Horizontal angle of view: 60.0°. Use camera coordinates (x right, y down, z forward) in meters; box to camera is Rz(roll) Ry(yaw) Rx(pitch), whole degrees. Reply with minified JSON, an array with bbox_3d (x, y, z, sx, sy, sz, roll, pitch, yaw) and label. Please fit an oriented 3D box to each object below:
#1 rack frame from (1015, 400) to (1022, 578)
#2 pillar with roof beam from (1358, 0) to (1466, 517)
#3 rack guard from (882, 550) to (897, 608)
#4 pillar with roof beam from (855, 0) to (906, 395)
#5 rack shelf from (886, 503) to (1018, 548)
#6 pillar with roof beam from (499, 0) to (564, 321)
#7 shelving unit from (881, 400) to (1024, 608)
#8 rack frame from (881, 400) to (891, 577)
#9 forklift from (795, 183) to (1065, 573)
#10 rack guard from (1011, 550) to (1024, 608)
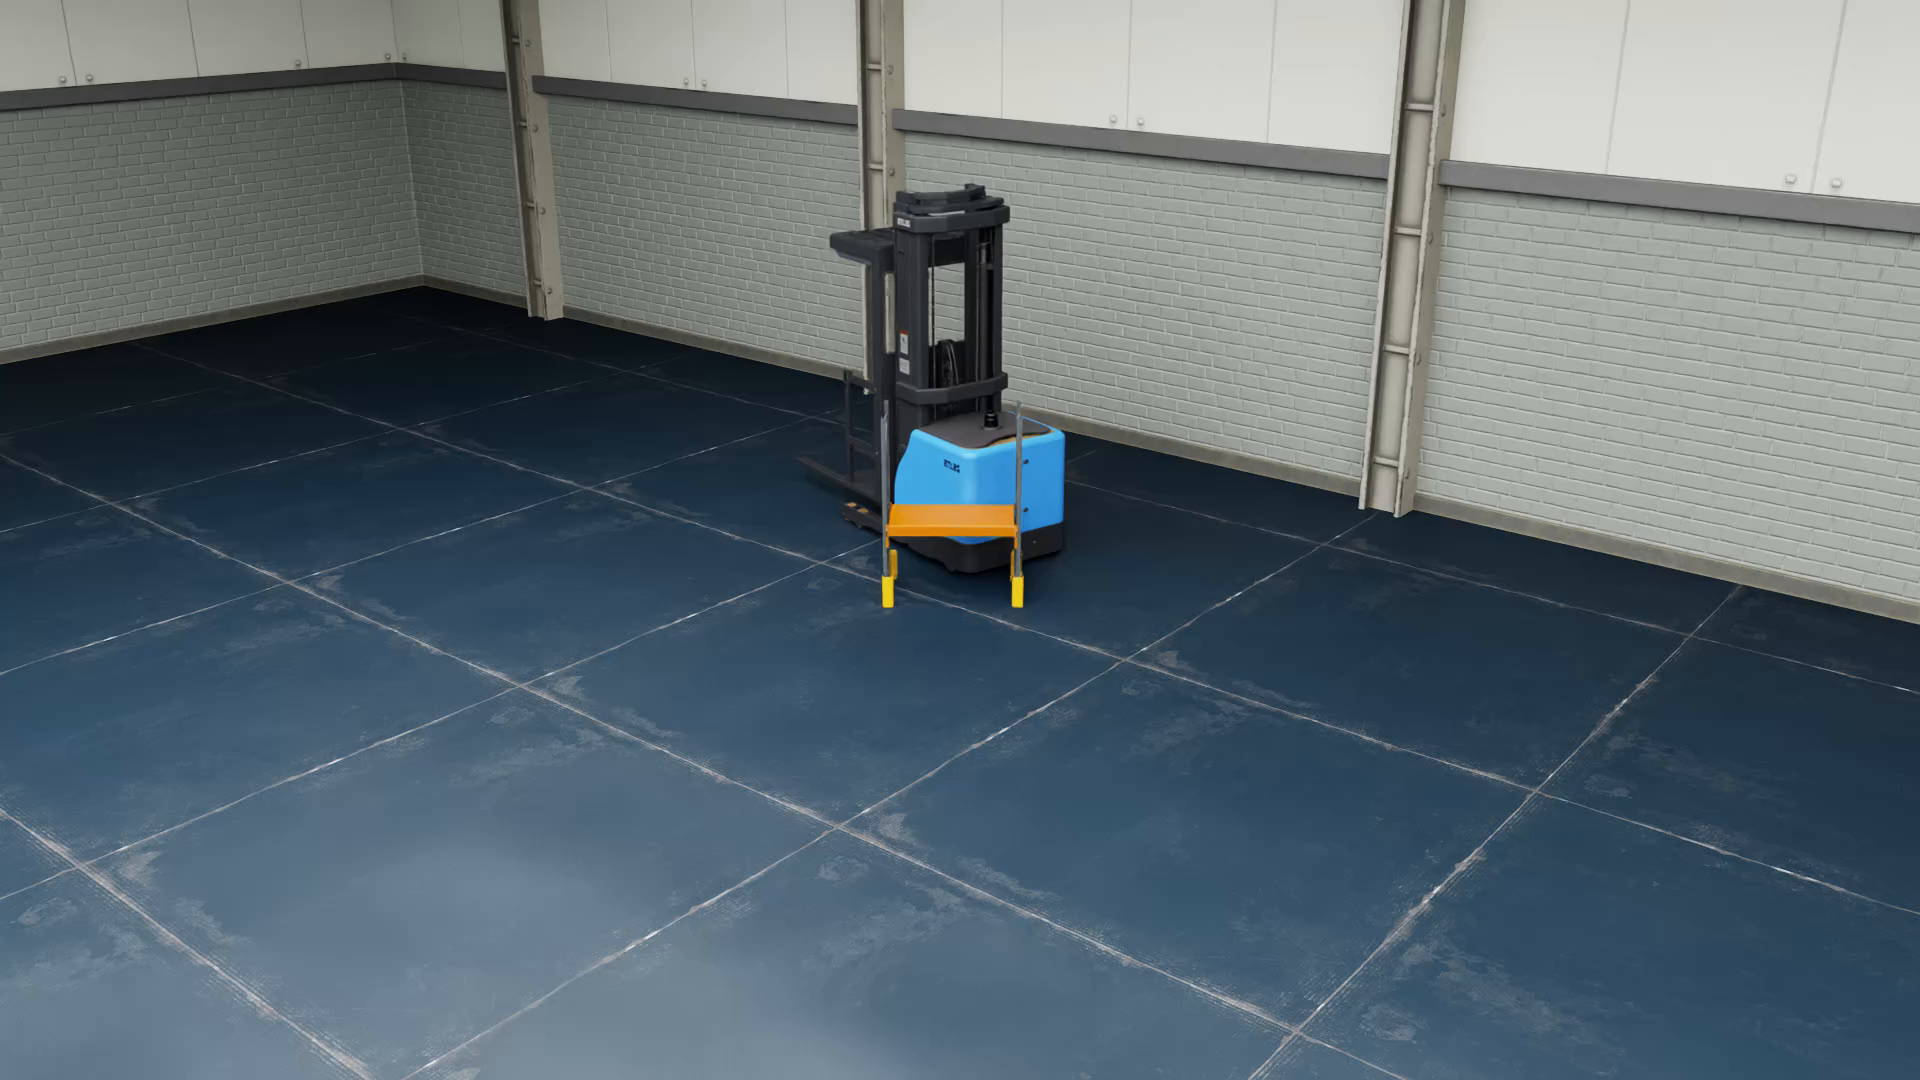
[{"bbox_3d":[0.449,-0.281,12.790,0.032,1.500,0.500,0,21,1],"label":"rack frame"},{"bbox_3d":[1.102,-3.318,10.216,0.400,9.000,9.100,16,26,36],"label":"pillar with roof beam"},{"bbox_3d":[-0.548,0.299,13.022,0.087,0.250,0.587,0,21,1],"label":"rack guard"},{"bbox_3d":[-3.546,-4.657,13.765,0.400,9.000,9.100,16,26,36],"label":"pillar with roof beam"},{"bbox_3d":[-0.059,-0.115,12.859,1.000,0.185,0.538,0,21,1],"label":"rack shelf"},{"bbox_3d":[-8.195,-5.995,17.315,0.400,9.000,9.100,16,26,36],"label":"pillar with roof beam"},{"bbox_3d":[-0.050,-0.283,12.796,1.083,1.500,0.587,0,21,1],"label":"shelving unit"},{"bbox_3d":[-0.568,-0.285,12.802,0.032,1.500,0.500,0,21,1],"label":"rack frame"},{"bbox_3d":[-0.397,-1.567,14.172,1.130,2.935,3.031,-14,25,-33],"label":"forklift"},{"bbox_3d":[0.448,0.304,13.010,0.087,0.250,0.587,0,21,1],"label":"rack guard"}]
